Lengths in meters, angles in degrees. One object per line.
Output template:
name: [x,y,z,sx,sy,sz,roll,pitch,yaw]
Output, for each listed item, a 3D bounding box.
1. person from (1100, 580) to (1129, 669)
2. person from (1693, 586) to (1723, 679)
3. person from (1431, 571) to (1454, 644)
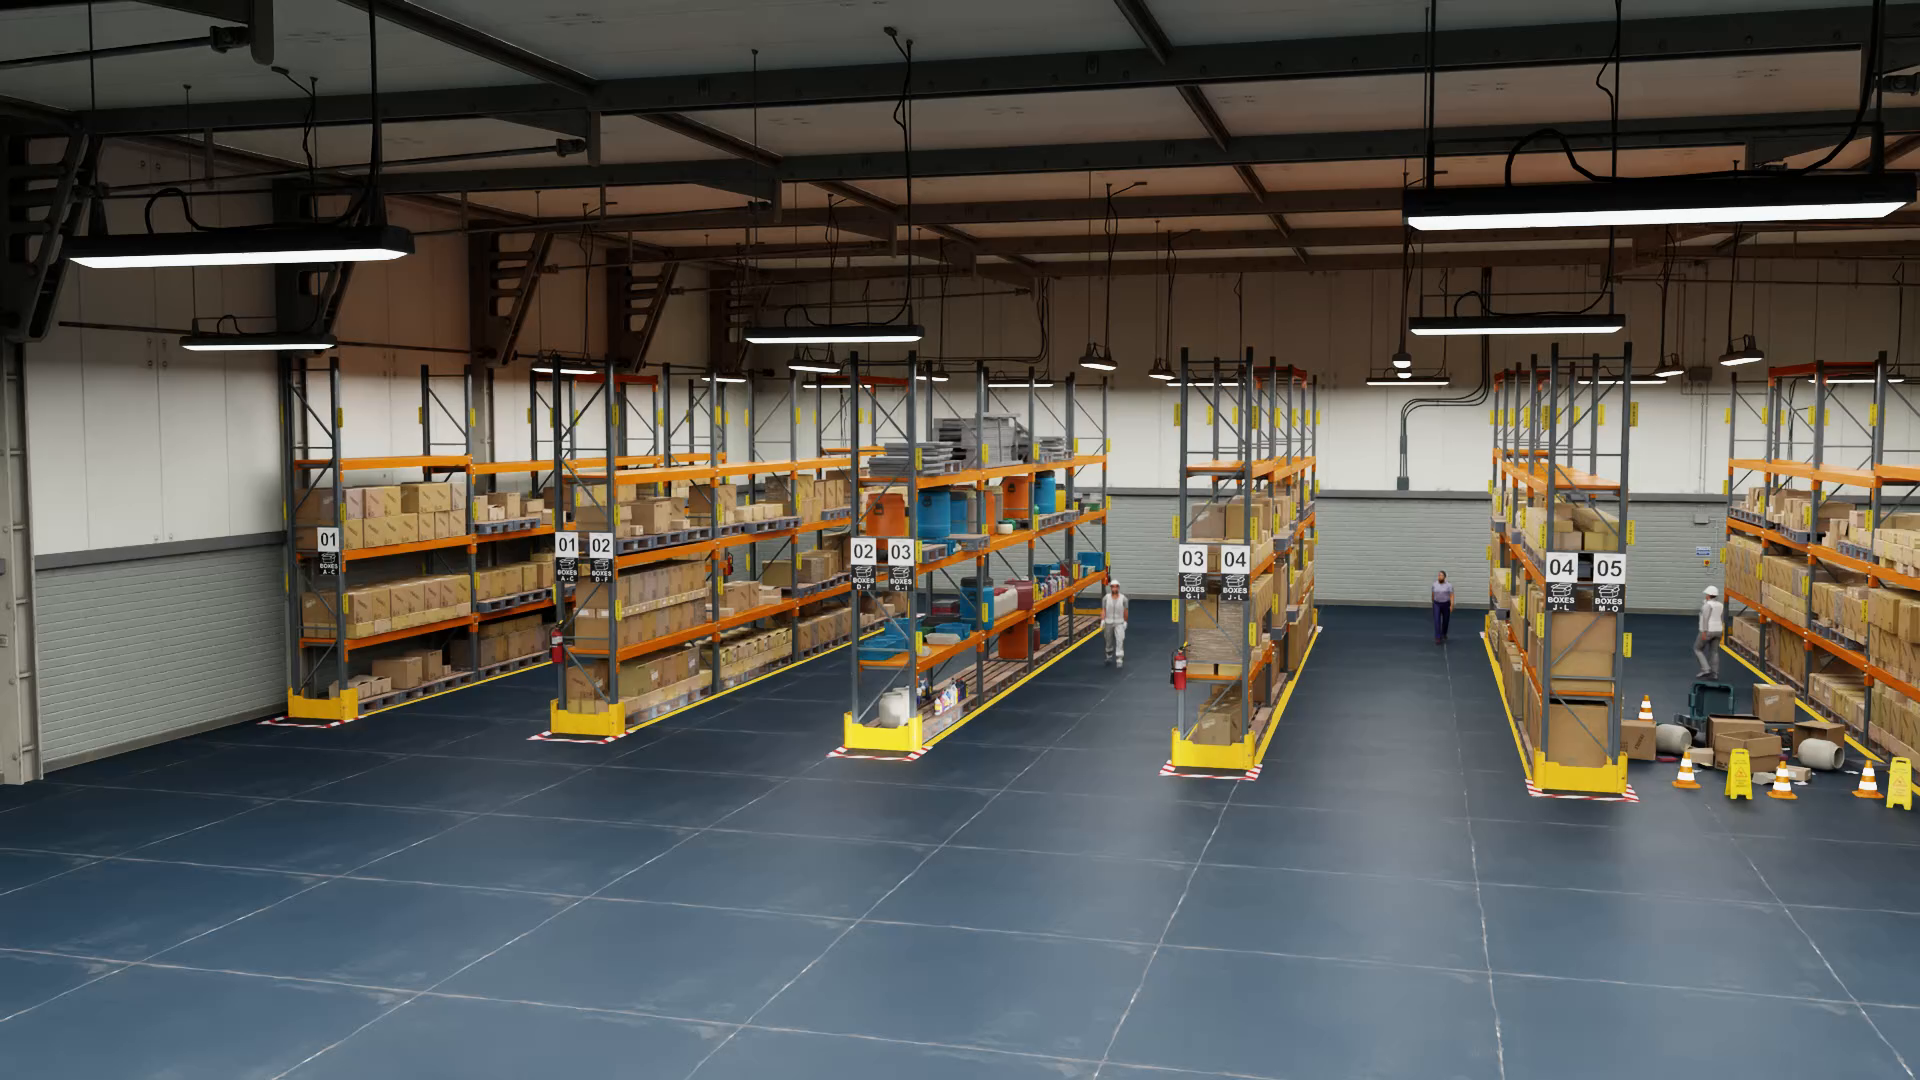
person: [3.091,1.674,33.265,0.559,1.741,1.071,0,4,5]
person: [14.424,1.774,31.941,0.560,1.781,0.444,-1,4,-19]
person: [10.745,1.476,37.018,0.482,1.584,1.034,1,4,13]
